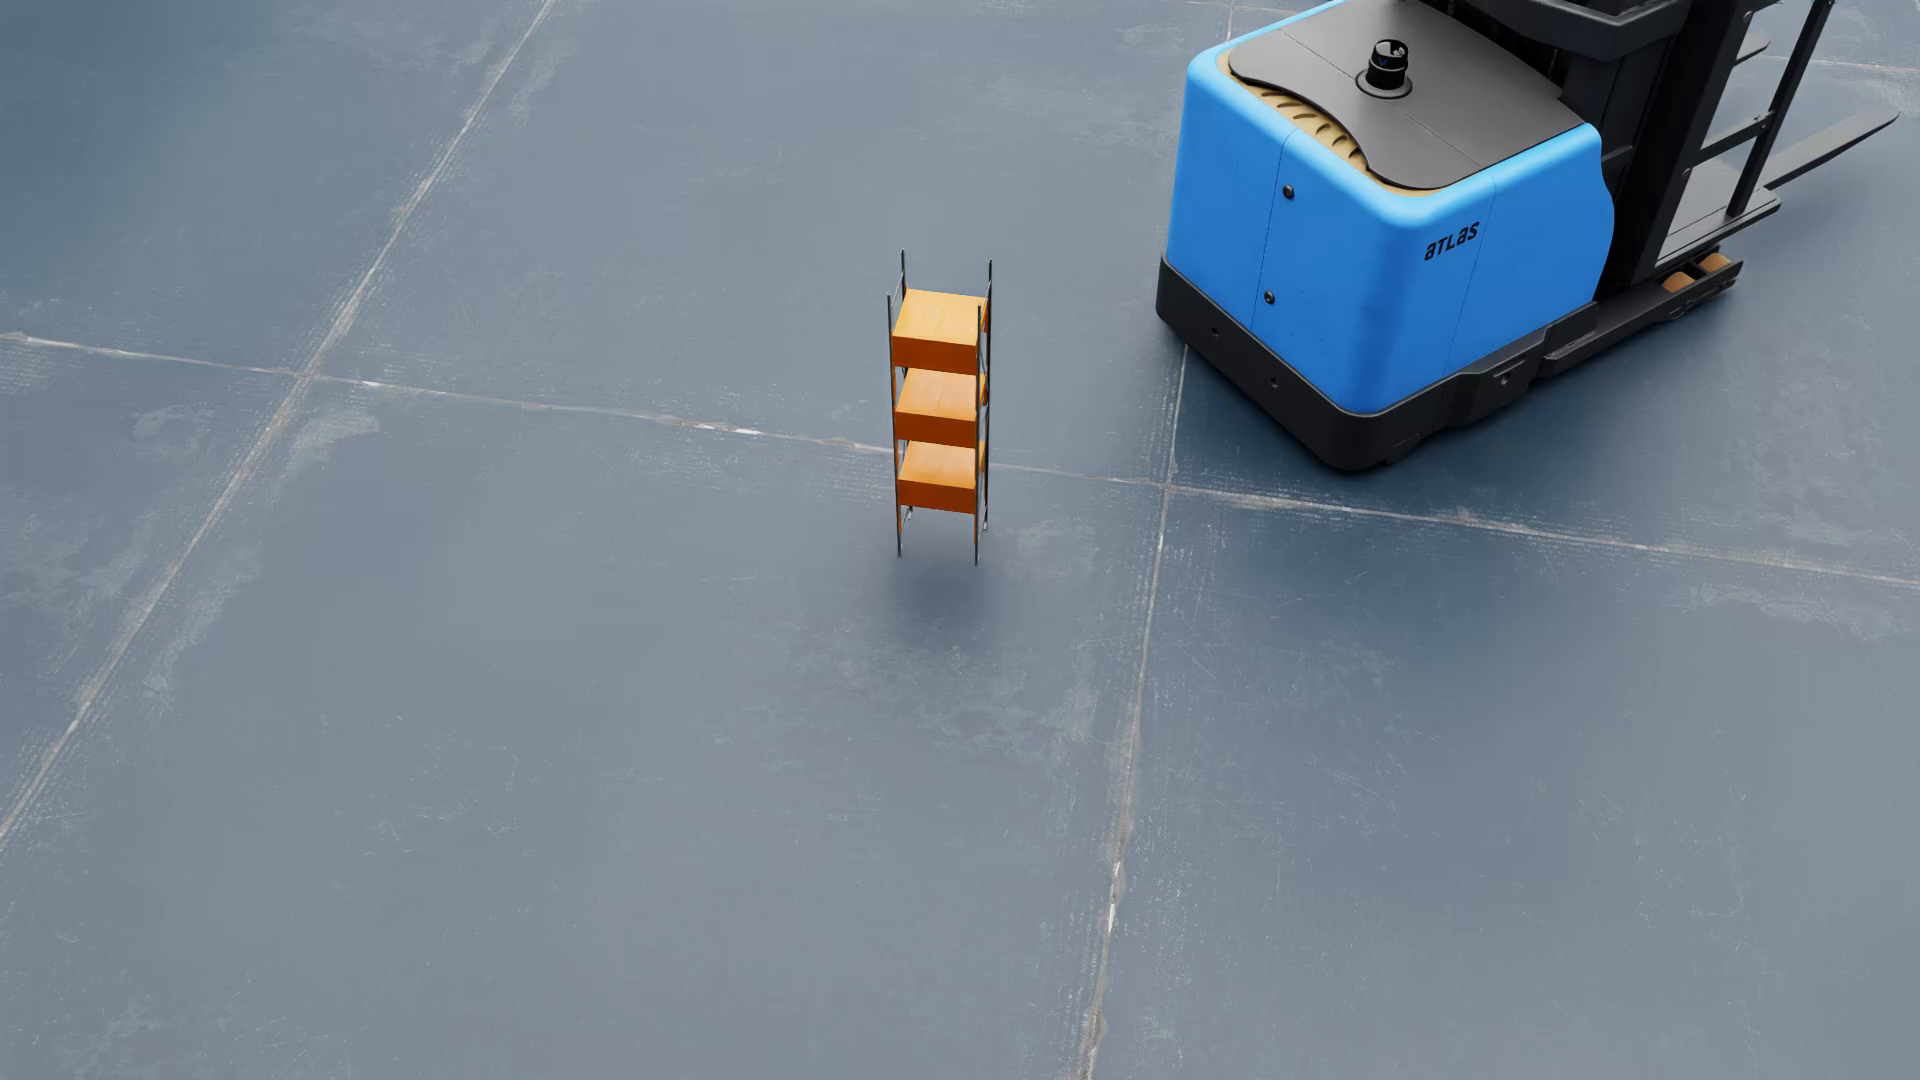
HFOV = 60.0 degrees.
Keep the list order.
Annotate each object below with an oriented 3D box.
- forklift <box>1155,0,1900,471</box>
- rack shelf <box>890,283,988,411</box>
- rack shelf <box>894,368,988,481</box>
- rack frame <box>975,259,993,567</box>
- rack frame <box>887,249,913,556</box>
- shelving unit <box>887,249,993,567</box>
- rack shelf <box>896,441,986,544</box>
[{"bbox_3d":[2.202,-2.073,5.142,3.031,2.935,1.130,-26,53,-22],"label":"forklift"},{"bbox_3d":[-0.053,-0.541,4.663,0.240,0.259,0.215,8,49,7],"label":"rack shelf"},{"bbox_3d":[-0.053,-0.351,4.874,0.240,0.259,0.215,8,49,7],"label":"rack shelf"},{"bbox_3d":[0.067,-0.342,4.851,0.008,1.050,0.200,8,49,7],"label":"rack frame"},{"bbox_3d":[-0.173,-0.374,4.880,0.008,1.050,0.200,8,49,7],"label":"rack frame"},{"bbox_3d":[-0.053,-0.358,4.866,0.252,1.050,0.215,8,49,7],"label":"shelving unit"},{"bbox_3d":[-0.053,-0.165,5.080,0.240,0.259,0.215,8,49,7],"label":"rack shelf"}]
